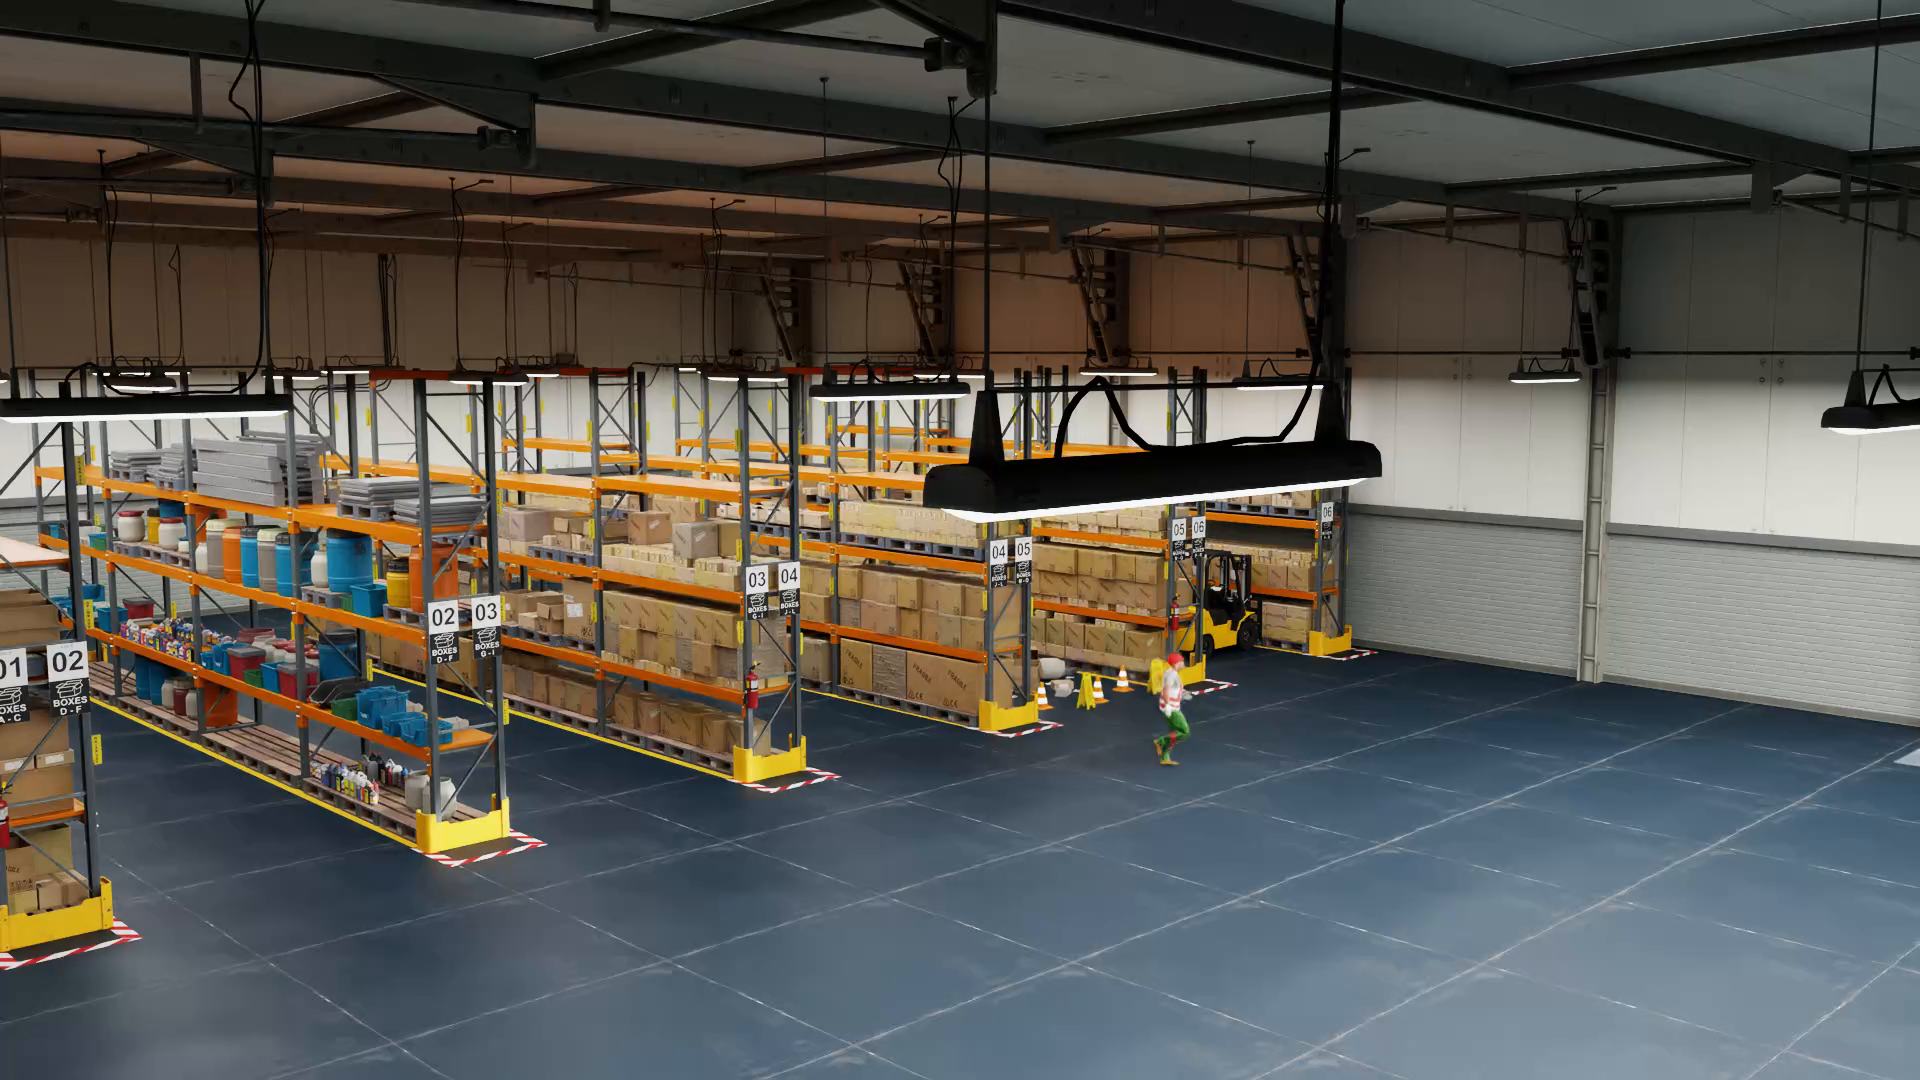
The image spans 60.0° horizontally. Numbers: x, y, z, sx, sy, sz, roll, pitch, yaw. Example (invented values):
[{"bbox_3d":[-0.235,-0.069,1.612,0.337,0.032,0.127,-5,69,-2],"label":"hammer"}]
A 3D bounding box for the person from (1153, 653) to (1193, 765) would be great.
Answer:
[{"bbox_3d":[3.271,2.598,25.518,0.638,1.732,0.660,0,6,-4],"label":"person"}]

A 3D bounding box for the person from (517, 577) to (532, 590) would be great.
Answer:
[{"bbox_3d":[-10.628,0.941,40.839,0.511,1.586,0.468,-3,7,-21],"label":"person"}]
